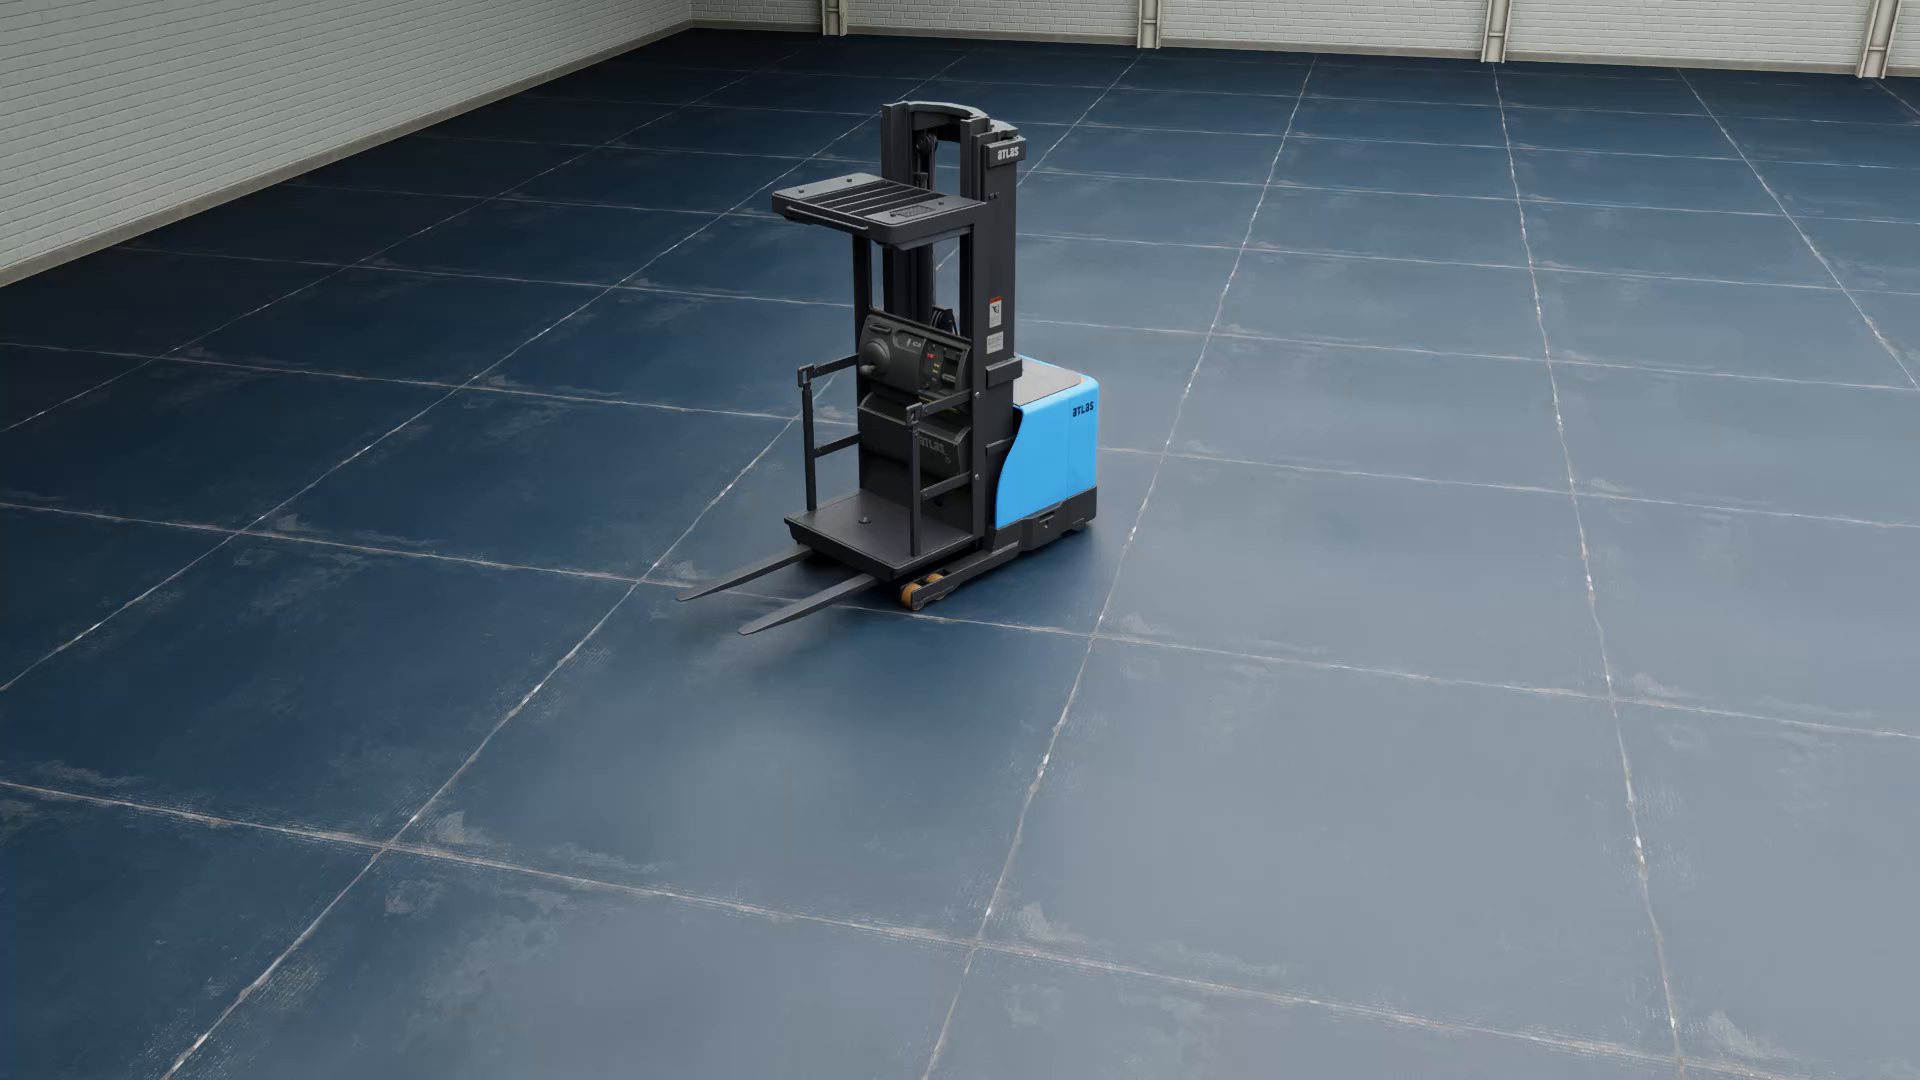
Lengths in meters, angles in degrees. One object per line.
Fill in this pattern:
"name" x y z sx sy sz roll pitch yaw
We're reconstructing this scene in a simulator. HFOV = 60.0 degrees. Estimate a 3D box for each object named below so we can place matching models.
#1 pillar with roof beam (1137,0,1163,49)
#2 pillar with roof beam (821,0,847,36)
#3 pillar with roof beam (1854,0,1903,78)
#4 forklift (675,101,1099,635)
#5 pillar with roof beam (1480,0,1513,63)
"pillar with roof beam" 2.365 -11.237 24.542 0.400 9.000 9.100 6 26 13
"pillar with roof beam" -3.446 -11.880 25.891 0.400 9.000 9.100 6 26 13
"pillar with roof beam" 13.987 -9.953 21.843 0.400 9.000 9.100 6 26 13
"forklift" -0.443 -1.131 10.373 1.130 2.935 3.031 23 34 39
"pillar with roof beam" 8.176 -10.595 23.193 0.400 9.000 9.100 6 26 13
